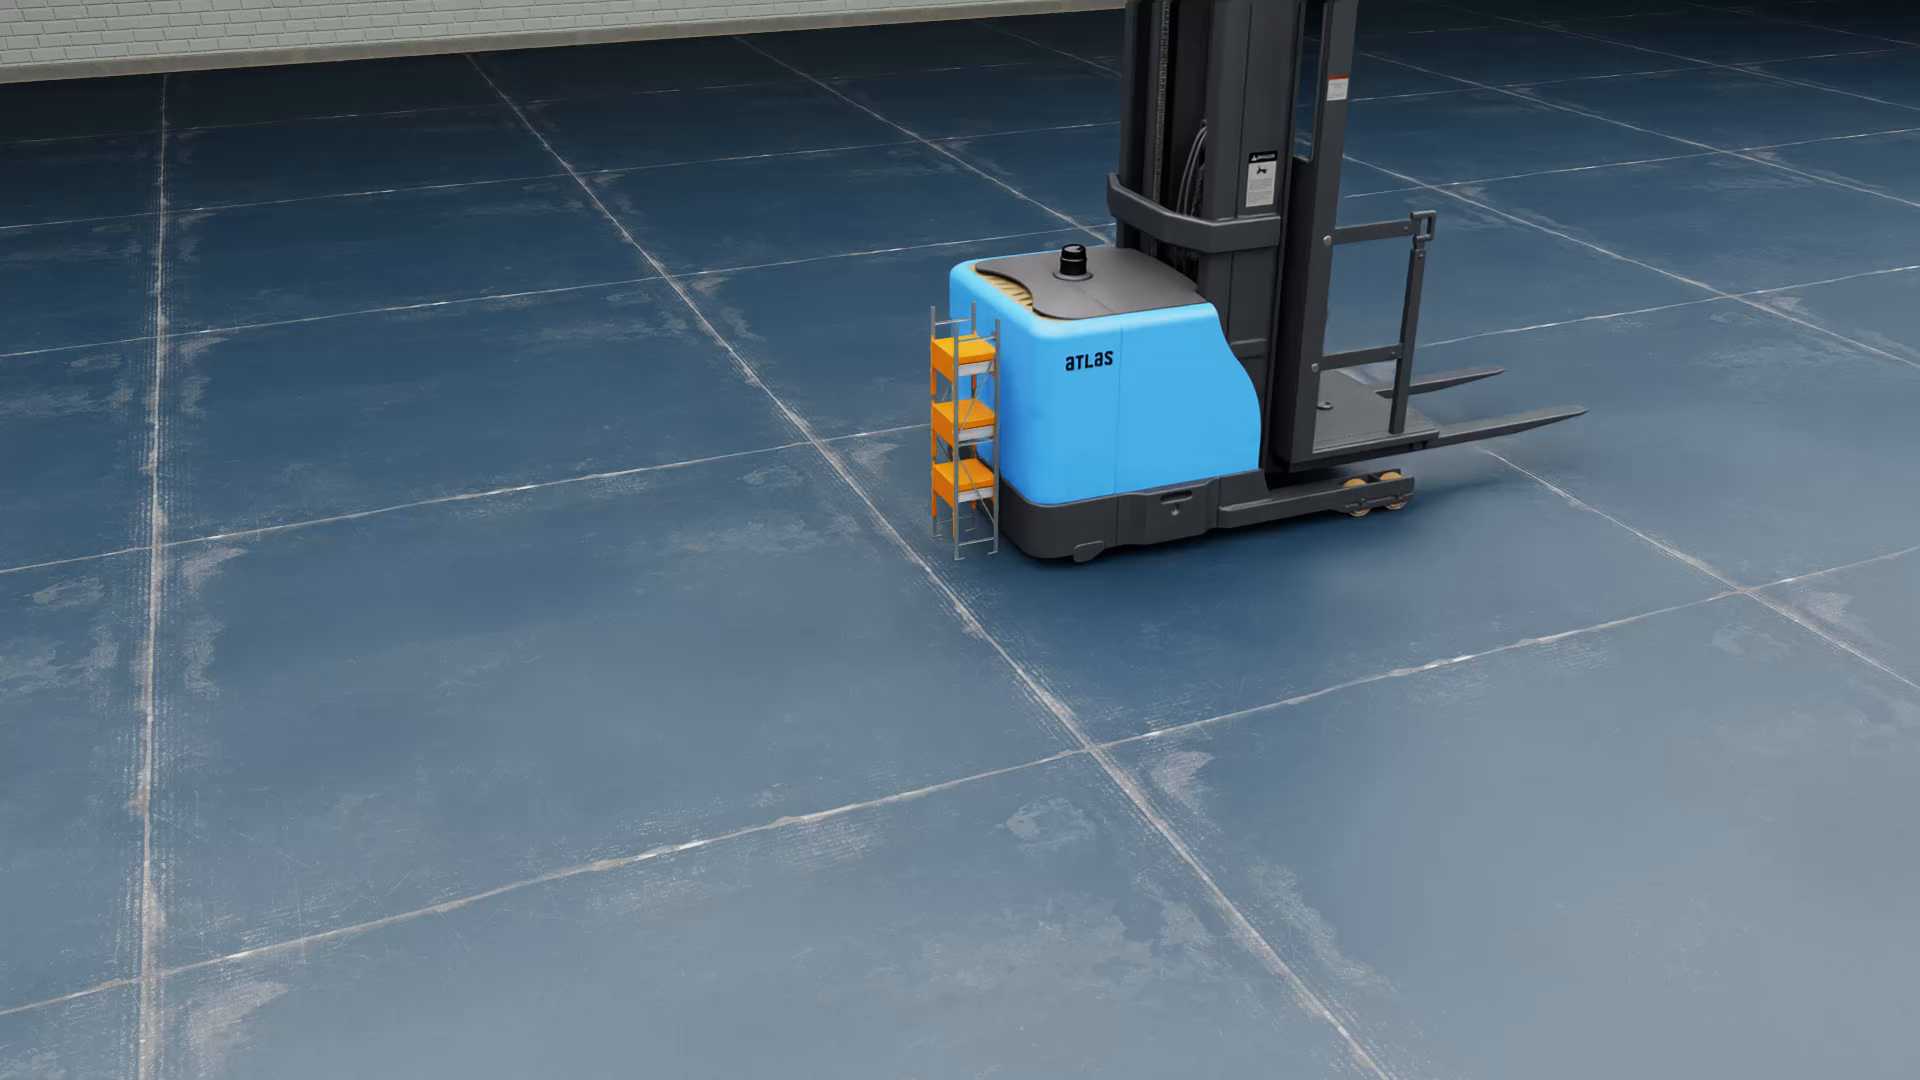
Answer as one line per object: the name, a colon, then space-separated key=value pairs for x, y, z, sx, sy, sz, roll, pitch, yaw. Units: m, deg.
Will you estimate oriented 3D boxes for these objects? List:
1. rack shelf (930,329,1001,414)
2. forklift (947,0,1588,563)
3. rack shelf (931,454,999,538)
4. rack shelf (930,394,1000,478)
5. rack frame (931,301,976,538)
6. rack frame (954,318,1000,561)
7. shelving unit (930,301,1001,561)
rack shelf: x=0.021 y=-0.696 z=6.856 sx=0.215 sy=0.259 sz=0.240 roll=-11 pitch=28 yaw=-21
forklift: x=1.509 y=-1.626 z=7.239 sx=3.031 sy=2.935 sz=1.130 roll=-10 pitch=28 yaw=-20
rack shelf: x=0.021 y=-0.191 z=7.102 sx=0.215 sy=0.259 sz=0.240 roll=-11 pitch=28 yaw=-21
rack shelf: x=0.021 y=-0.441 z=6.980 sx=0.215 sy=0.259 sz=0.240 roll=-11 pitch=28 yaw=-21
rack frame: x=-0.027 y=-0.499 z=7.076 sx=0.200 sy=1.050 sz=0.008 roll=-11 pitch=28 yaw=-21
rack frame: x=0.069 y=-0.401 z=6.875 sx=0.200 sy=1.050 sz=0.008 roll=-11 pitch=28 yaw=-21
shelving unit: x=0.021 y=-0.450 z=6.975 sx=0.215 sy=1.050 sz=0.252 roll=-11 pitch=28 yaw=-21
